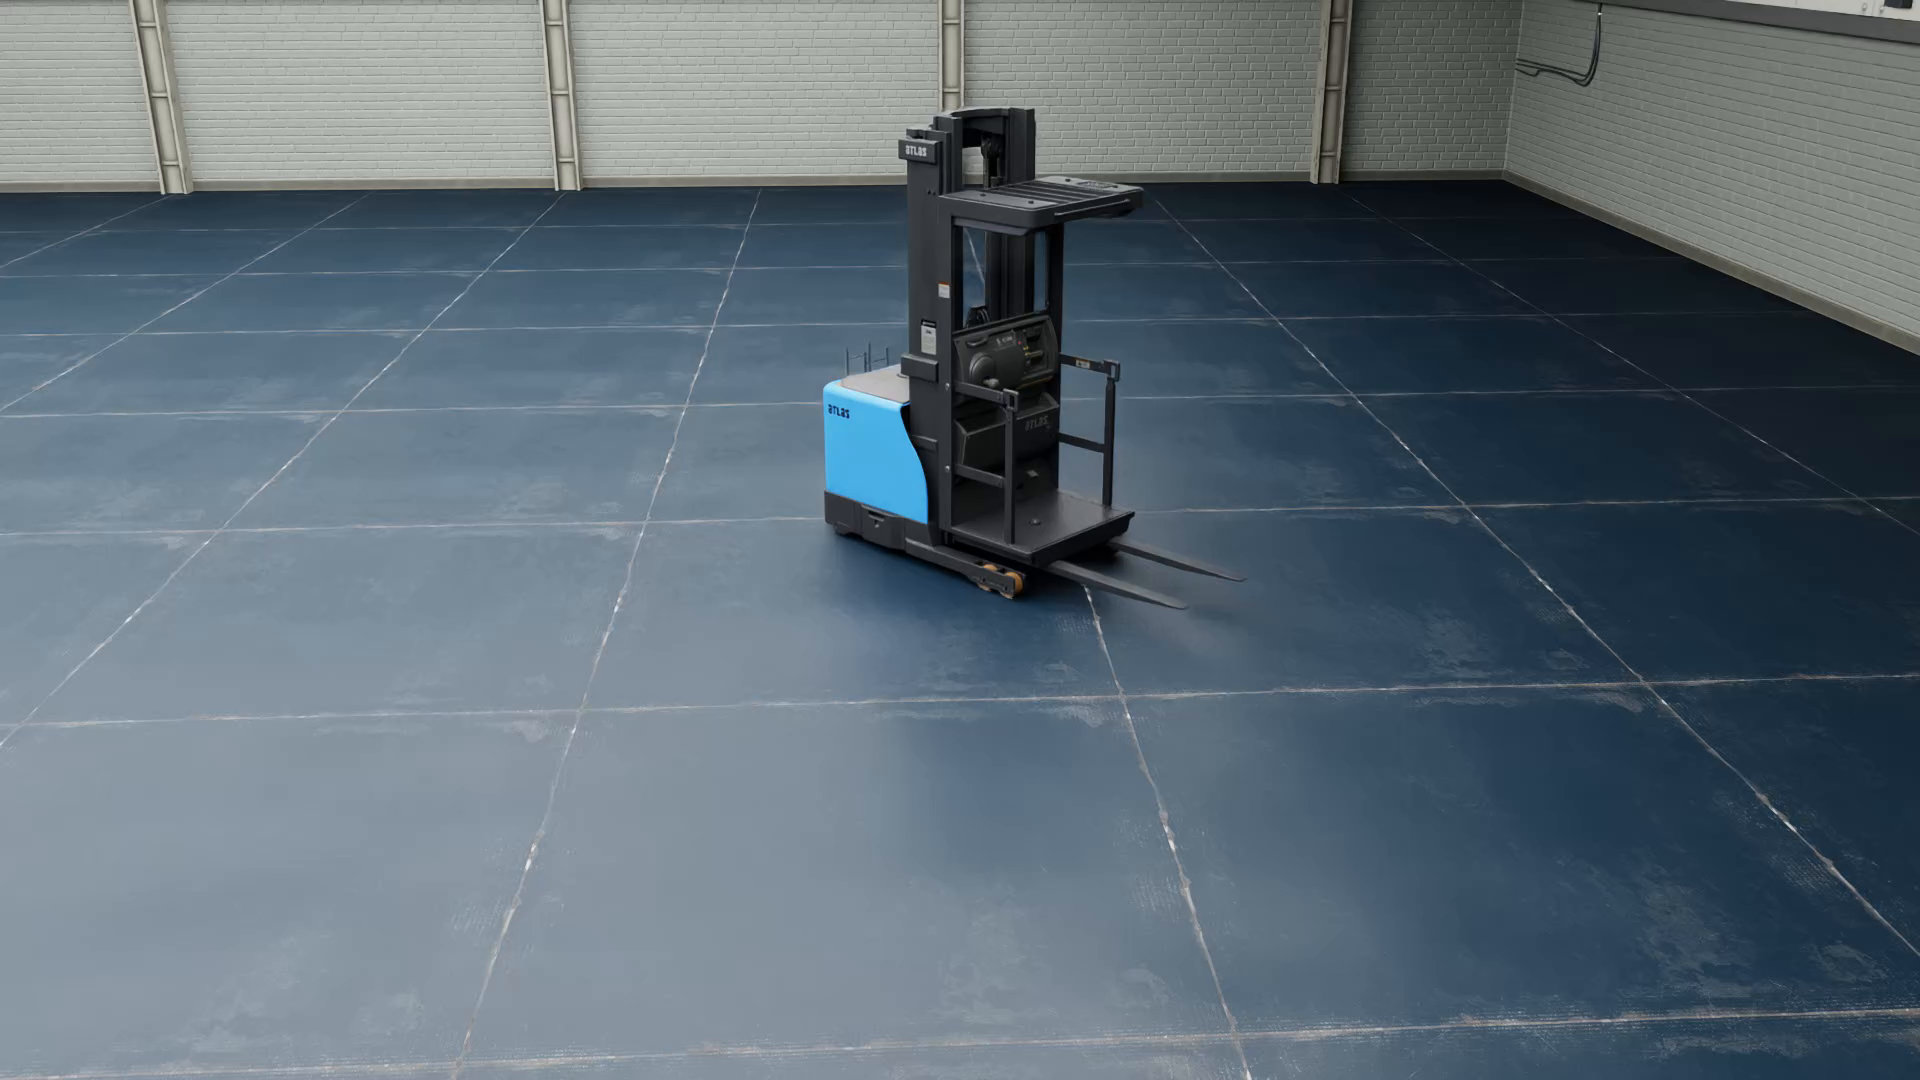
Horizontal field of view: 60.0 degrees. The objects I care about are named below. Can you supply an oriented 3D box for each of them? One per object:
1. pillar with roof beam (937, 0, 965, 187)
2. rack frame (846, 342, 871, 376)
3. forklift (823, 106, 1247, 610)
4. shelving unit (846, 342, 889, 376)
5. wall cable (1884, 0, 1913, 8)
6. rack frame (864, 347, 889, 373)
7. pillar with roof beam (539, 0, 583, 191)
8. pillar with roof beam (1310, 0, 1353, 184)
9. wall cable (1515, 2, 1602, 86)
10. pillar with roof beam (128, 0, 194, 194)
[{"bbox_3d":[0.107,-8.308,20.796,0.400,9.000,9.100,-1,21,-3],"label":"pillar with roof beam"},{"bbox_3d":[-0.728,-0.834,12.125,0.006,1.200,0.240,18,28,40],"label":"rack frame"},{"bbox_3d":[0.460,-1.207,10.672,3.031,2.935,1.130,19,28,40],"label":"forklift"},{"bbox_3d":[-0.661,-0.812,12.066,0.189,1.200,0.258,18,28,40],"label":"shelving unit"},{"bbox_3d":[9.394,-7.766,14.592,0.169,6.003,2.305,-1,21,-3],"label":"wall cable"},{"bbox_3d":[-0.595,-0.789,12.007,0.006,1.200,0.240,18,28,40],"label":"rack frame"},{"bbox_3d":[-5.884,-8.186,20.476,0.400,9.000,9.100,-1,21,-3],"label":"pillar with roof beam"},{"bbox_3d":[6.097,-8.430,21.116,0.400,9.000,9.100,-1,21,-3],"label":"pillar with roof beam"},{"bbox_3d":[8.868,-8.098,24.608,0.112,2.526,3.097,-1,21,-3],"label":"wall cable"},{"bbox_3d":[-11.874,-8.064,20.155,0.400,9.000,9.100,-1,21,-3],"label":"pillar with roof beam"}]
